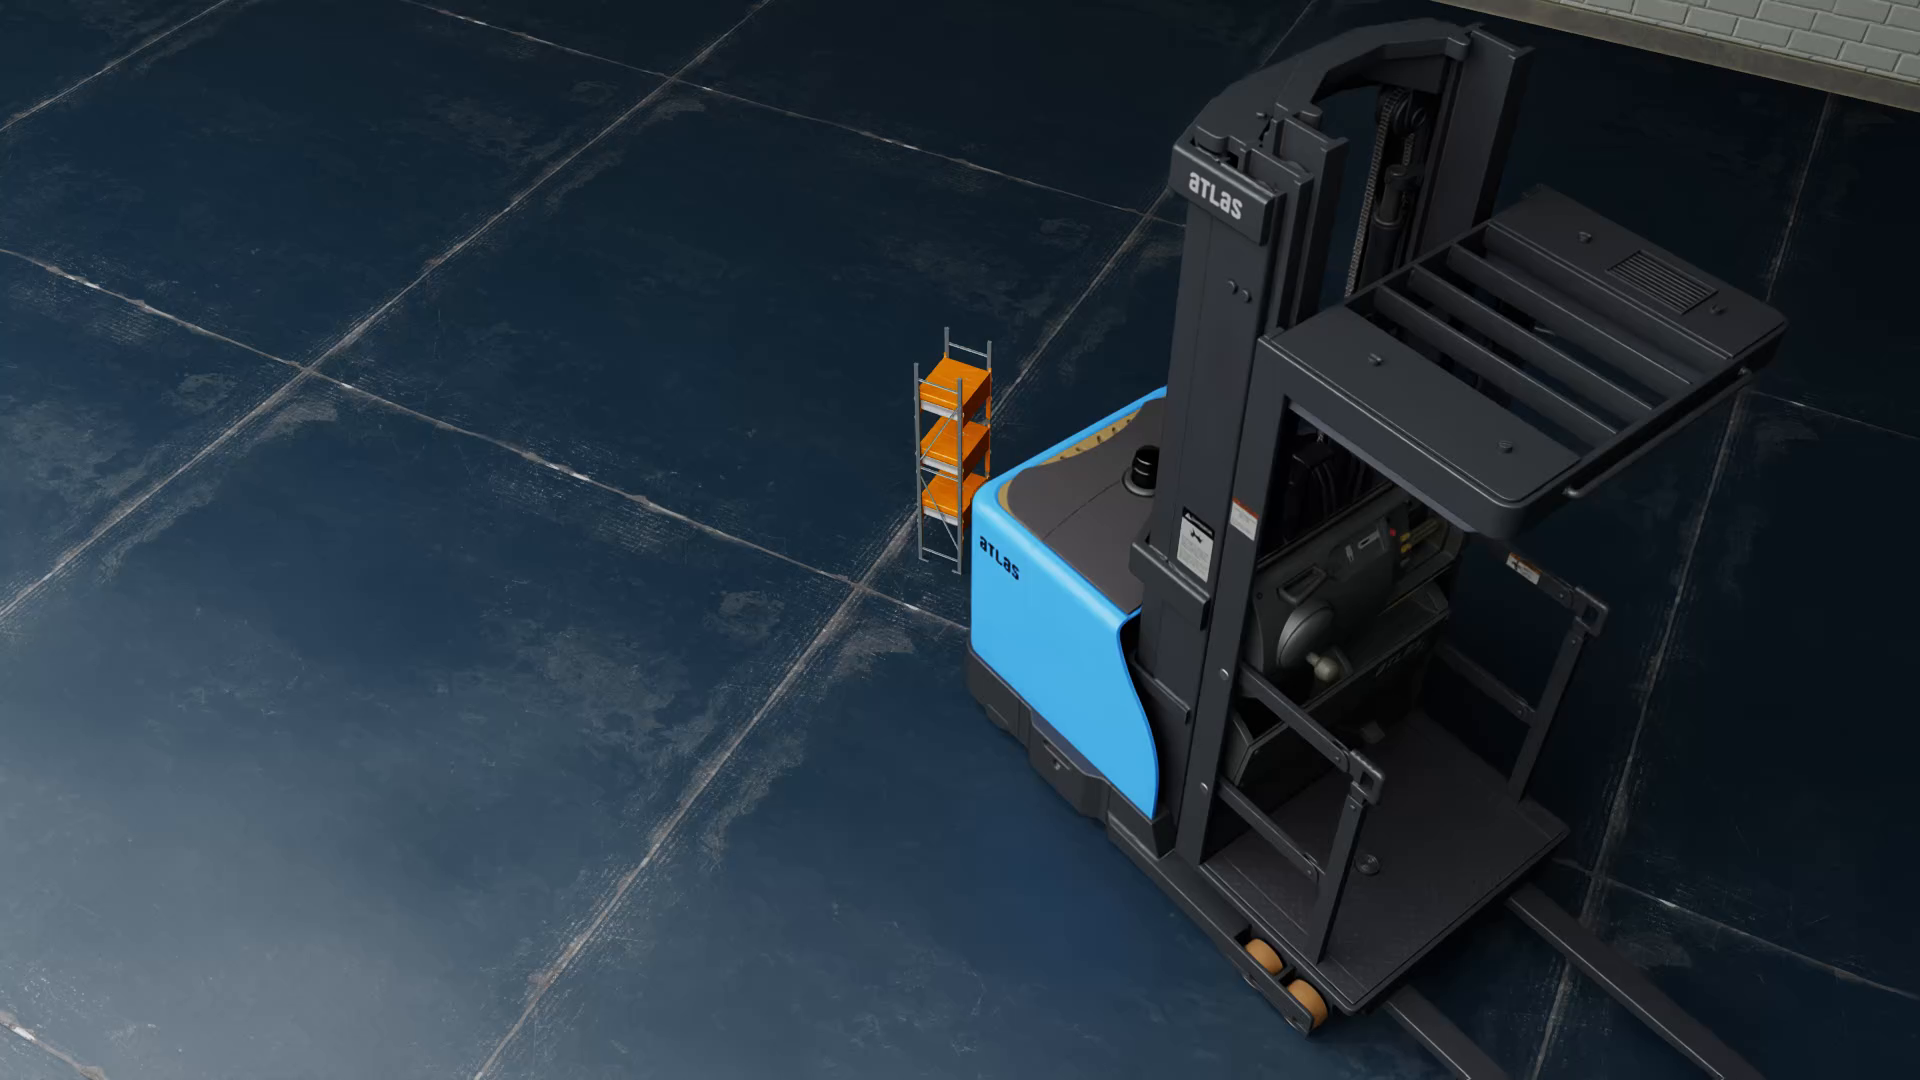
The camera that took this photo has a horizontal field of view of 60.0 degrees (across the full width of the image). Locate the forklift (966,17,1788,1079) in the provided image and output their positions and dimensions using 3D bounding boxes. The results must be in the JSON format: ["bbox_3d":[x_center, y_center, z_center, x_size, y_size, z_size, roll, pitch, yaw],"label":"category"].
[{"bbox_3d":[1.333,0.167,4.804,1.130,2.935,3.031,-29,52,-26],"label":"forklift"}]

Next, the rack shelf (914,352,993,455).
[{"bbox_3d":[-0.025,-0.527,6.429,0.215,0.259,0.240,20,49,19],"label":"rack shelf"}]

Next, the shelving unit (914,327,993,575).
[{"bbox_3d":[-0.025,-0.335,6.623,0.215,1.050,0.252,20,49,19],"label":"shelving unit"}]

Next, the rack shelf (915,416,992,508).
[{"bbox_3d":[-0.025,-0.328,6.631,0.215,0.259,0.240,20,49,19],"label":"rack shelf"}]

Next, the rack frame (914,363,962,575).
[{"bbox_3d":[-0.081,-0.258,6.547,0.200,1.050,0.008,20,49,19],"label":"rack frame"}]

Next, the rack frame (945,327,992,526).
[{"bbox_3d":[0.032,-0.412,6.699,0.200,1.050,0.008,20,49,19],"label":"rack frame"}]

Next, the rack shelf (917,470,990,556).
[{"bbox_3d":[-0.025,-0.133,6.828,0.215,0.259,0.240,20,49,19],"label":"rack shelf"}]
